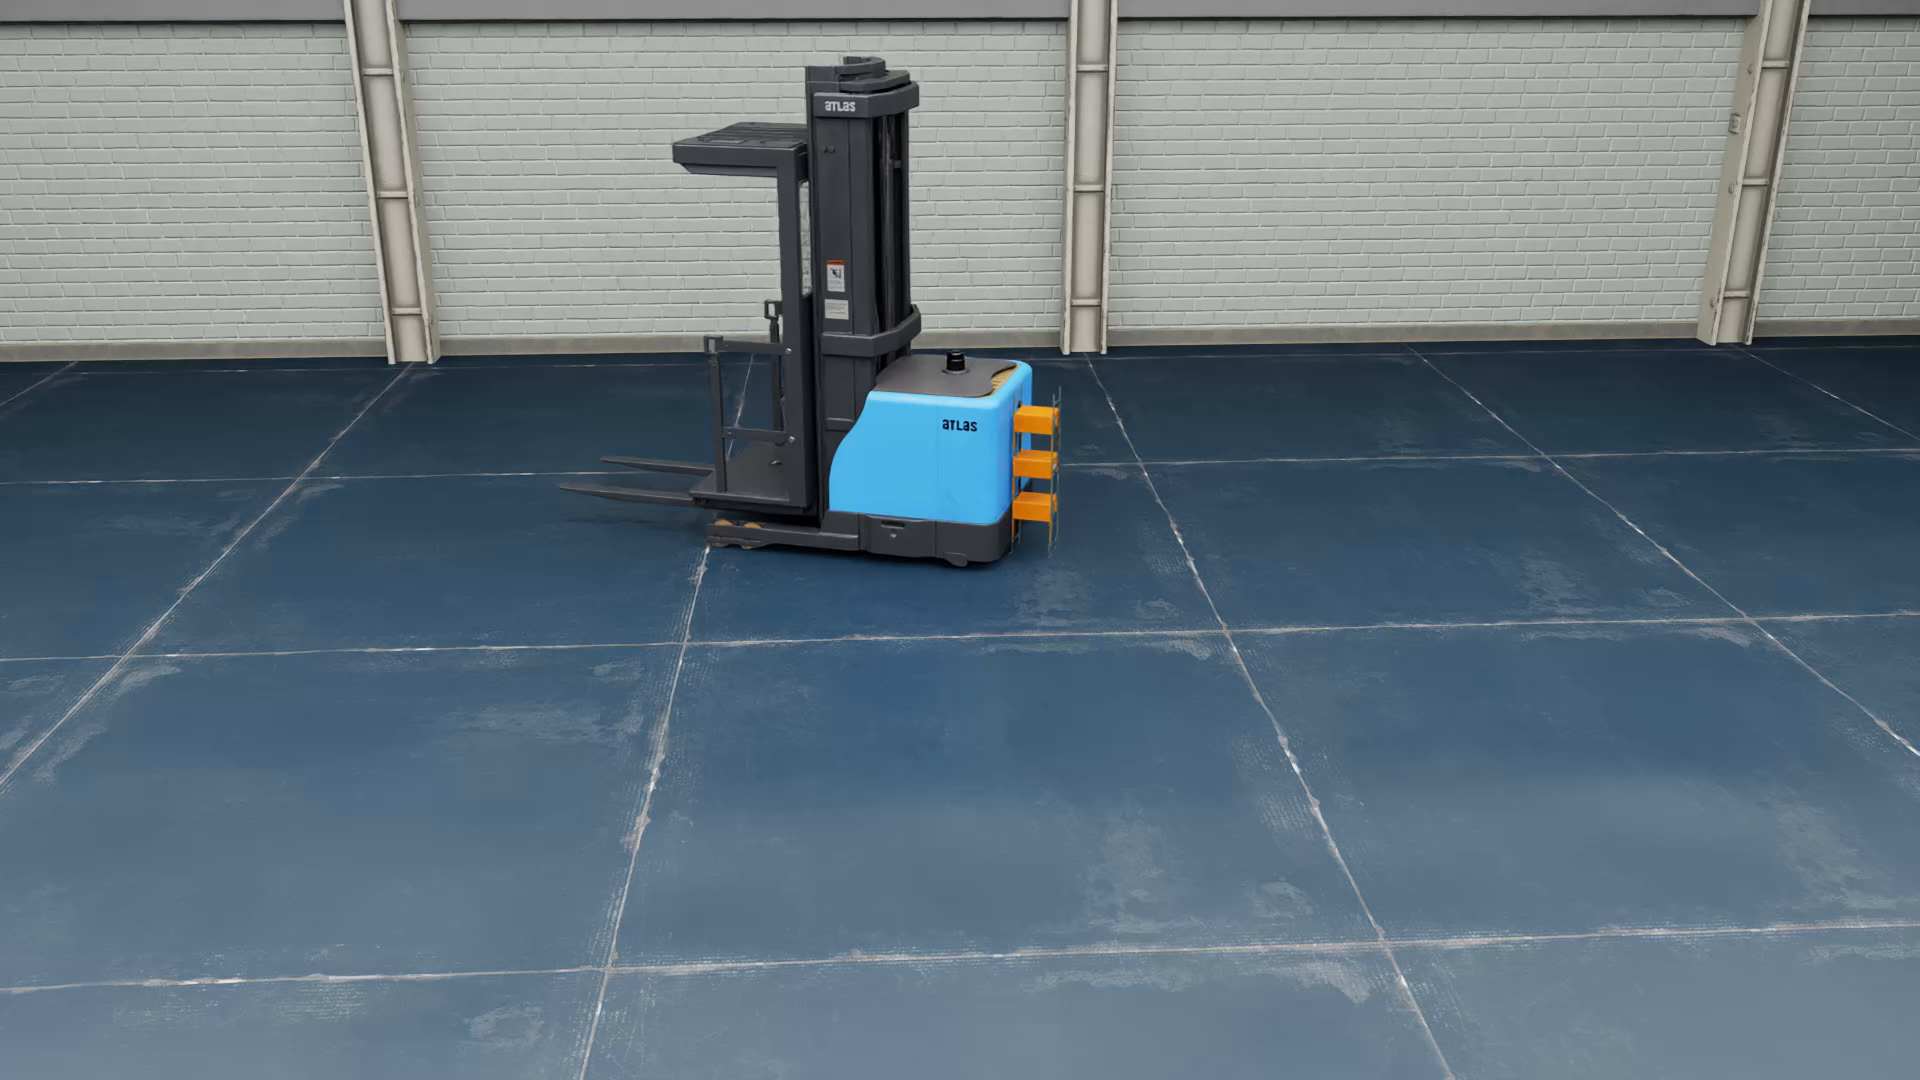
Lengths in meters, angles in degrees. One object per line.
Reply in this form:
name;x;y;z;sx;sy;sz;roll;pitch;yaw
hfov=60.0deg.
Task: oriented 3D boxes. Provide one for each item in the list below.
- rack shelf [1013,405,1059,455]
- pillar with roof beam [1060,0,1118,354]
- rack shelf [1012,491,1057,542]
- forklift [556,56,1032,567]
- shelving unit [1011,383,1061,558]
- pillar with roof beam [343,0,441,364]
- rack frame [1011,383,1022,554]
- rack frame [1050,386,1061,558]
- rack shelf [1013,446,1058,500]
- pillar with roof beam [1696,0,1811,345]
rack shelf;0.469;-0.681;10.165;0.240;0.259;0.215;6;22;14
pillar with roof beam;1.369;-4.413;9.565;0.400;9.000;9.100;-1;21;-3
rack shelf;0.469;-0.156;10.365;0.240;0.259;0.215;6;22;14
forklift;-1.103;-1.482;10.394;3.031;2.935;1.130;6;22;14
shelving unit;0.469;-0.425;10.262;0.252;1.050;0.215;6;22;14
pillar with roof beam;-4.622;-4.291;9.245;0.400;9.000;9.100;-1;21;-3
rack frame;0.351;-0.437;10.292;0.008;1.050;0.200;6;22;14
rack frame;0.586;-0.414;10.232;0.008;1.050;0.200;6;22;14
rack shelf;0.469;-0.415;10.266;0.240;0.259;0.215;6;22;14
pillar with roof beam;7.359;-4.535;9.885;0.400;9.000;9.100;-1;21;-3
